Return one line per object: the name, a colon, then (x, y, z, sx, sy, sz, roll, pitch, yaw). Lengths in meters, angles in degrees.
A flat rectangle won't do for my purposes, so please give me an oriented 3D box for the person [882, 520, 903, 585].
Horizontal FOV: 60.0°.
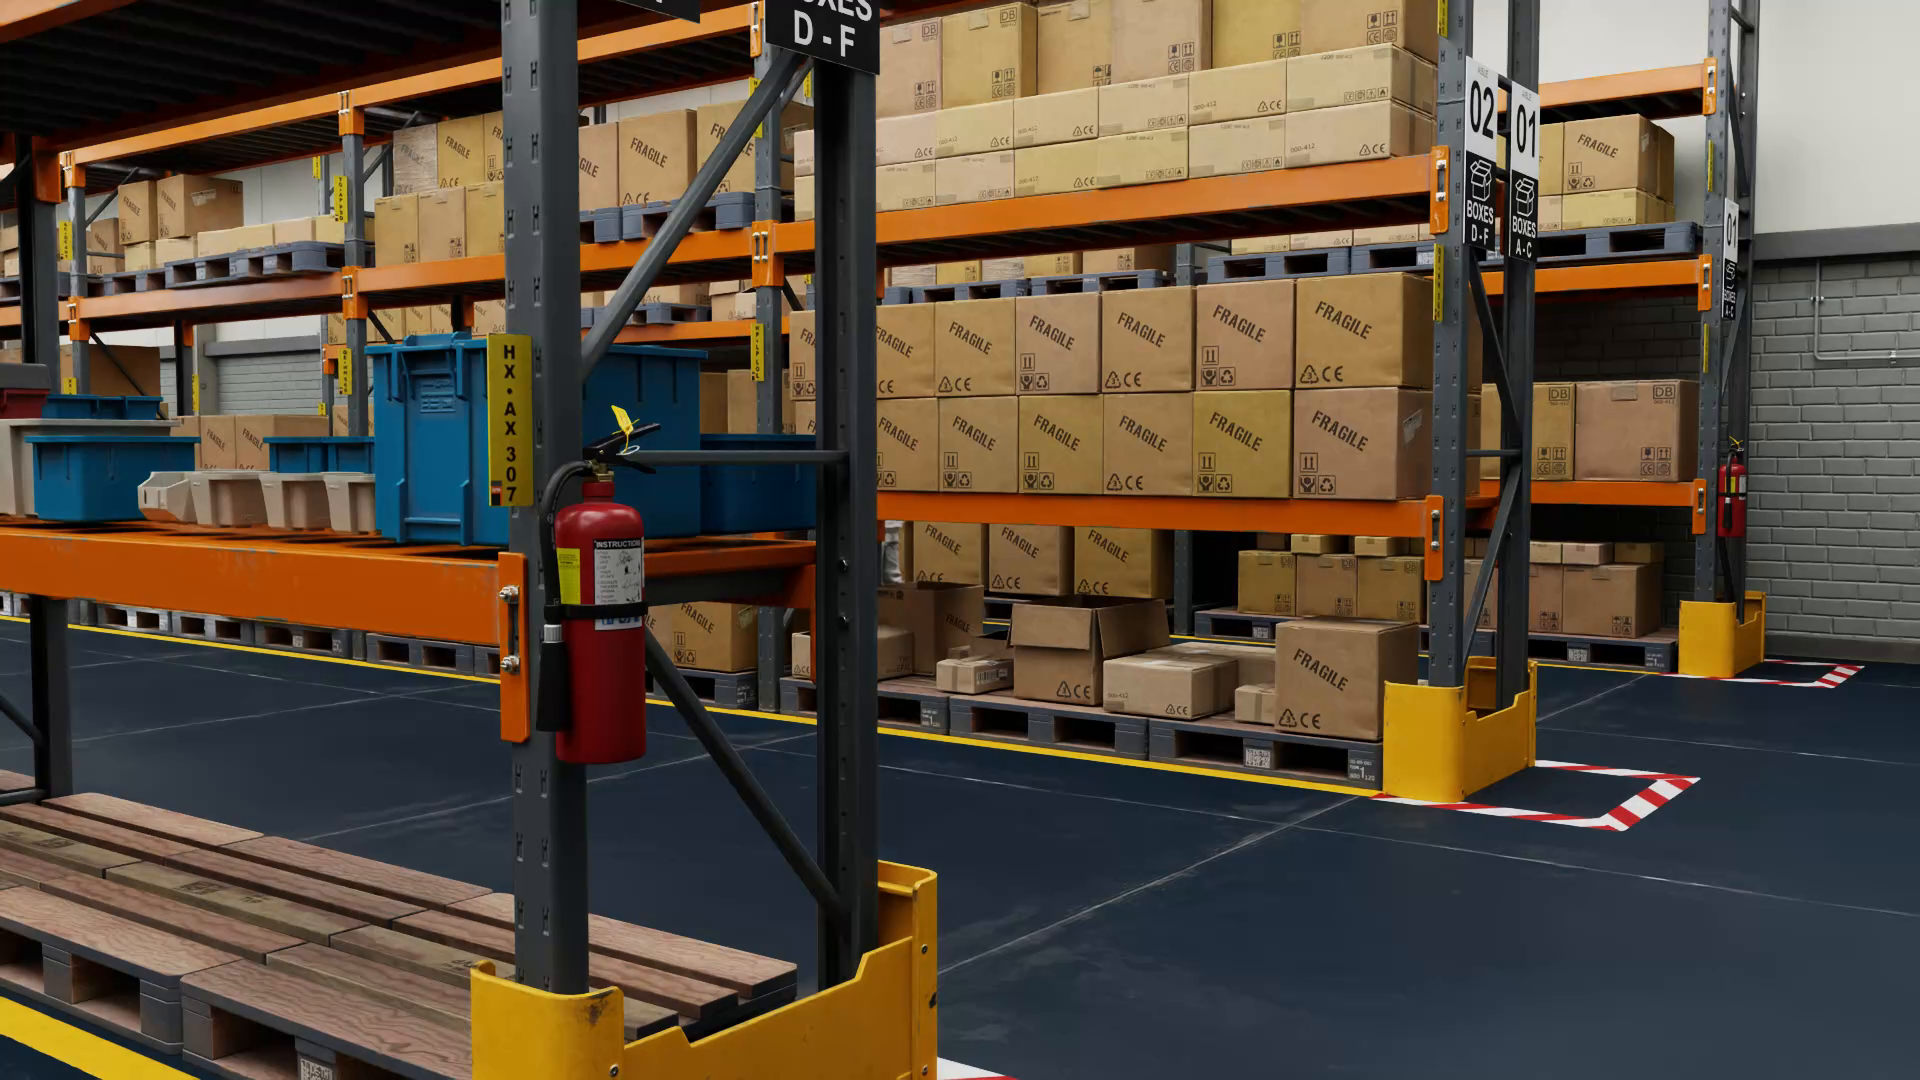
person: (-0.680, -0.068, 12.772, 0.559, 1.789, 0.569, 1, 3, 19)
